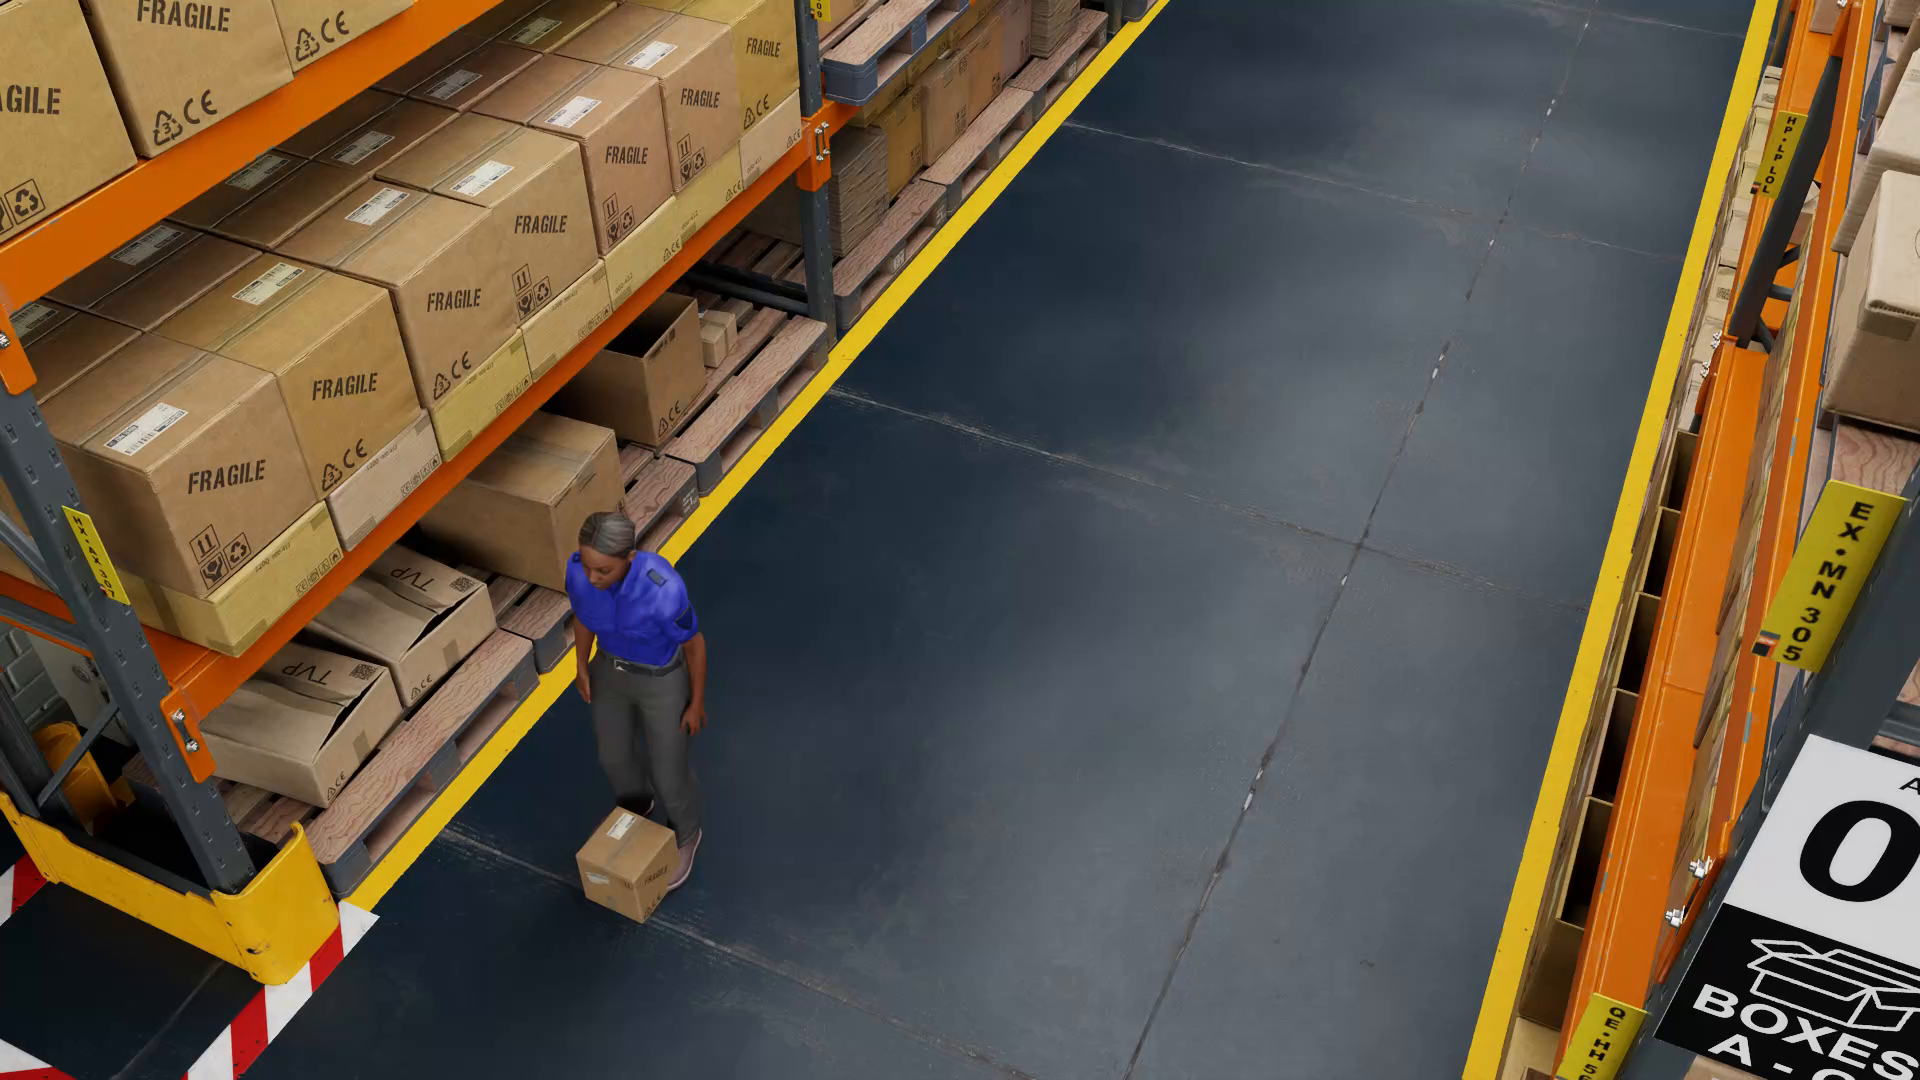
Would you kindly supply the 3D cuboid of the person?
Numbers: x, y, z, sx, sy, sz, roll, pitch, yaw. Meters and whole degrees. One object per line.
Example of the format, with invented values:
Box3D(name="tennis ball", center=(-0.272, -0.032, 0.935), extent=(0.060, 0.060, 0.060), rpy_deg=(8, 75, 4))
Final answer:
Box3D(name="person", center=(-1.100, 0.508, 5.606), extent=(0.518, 1.653, 0.402), rpy_deg=(15, 44, 16))
